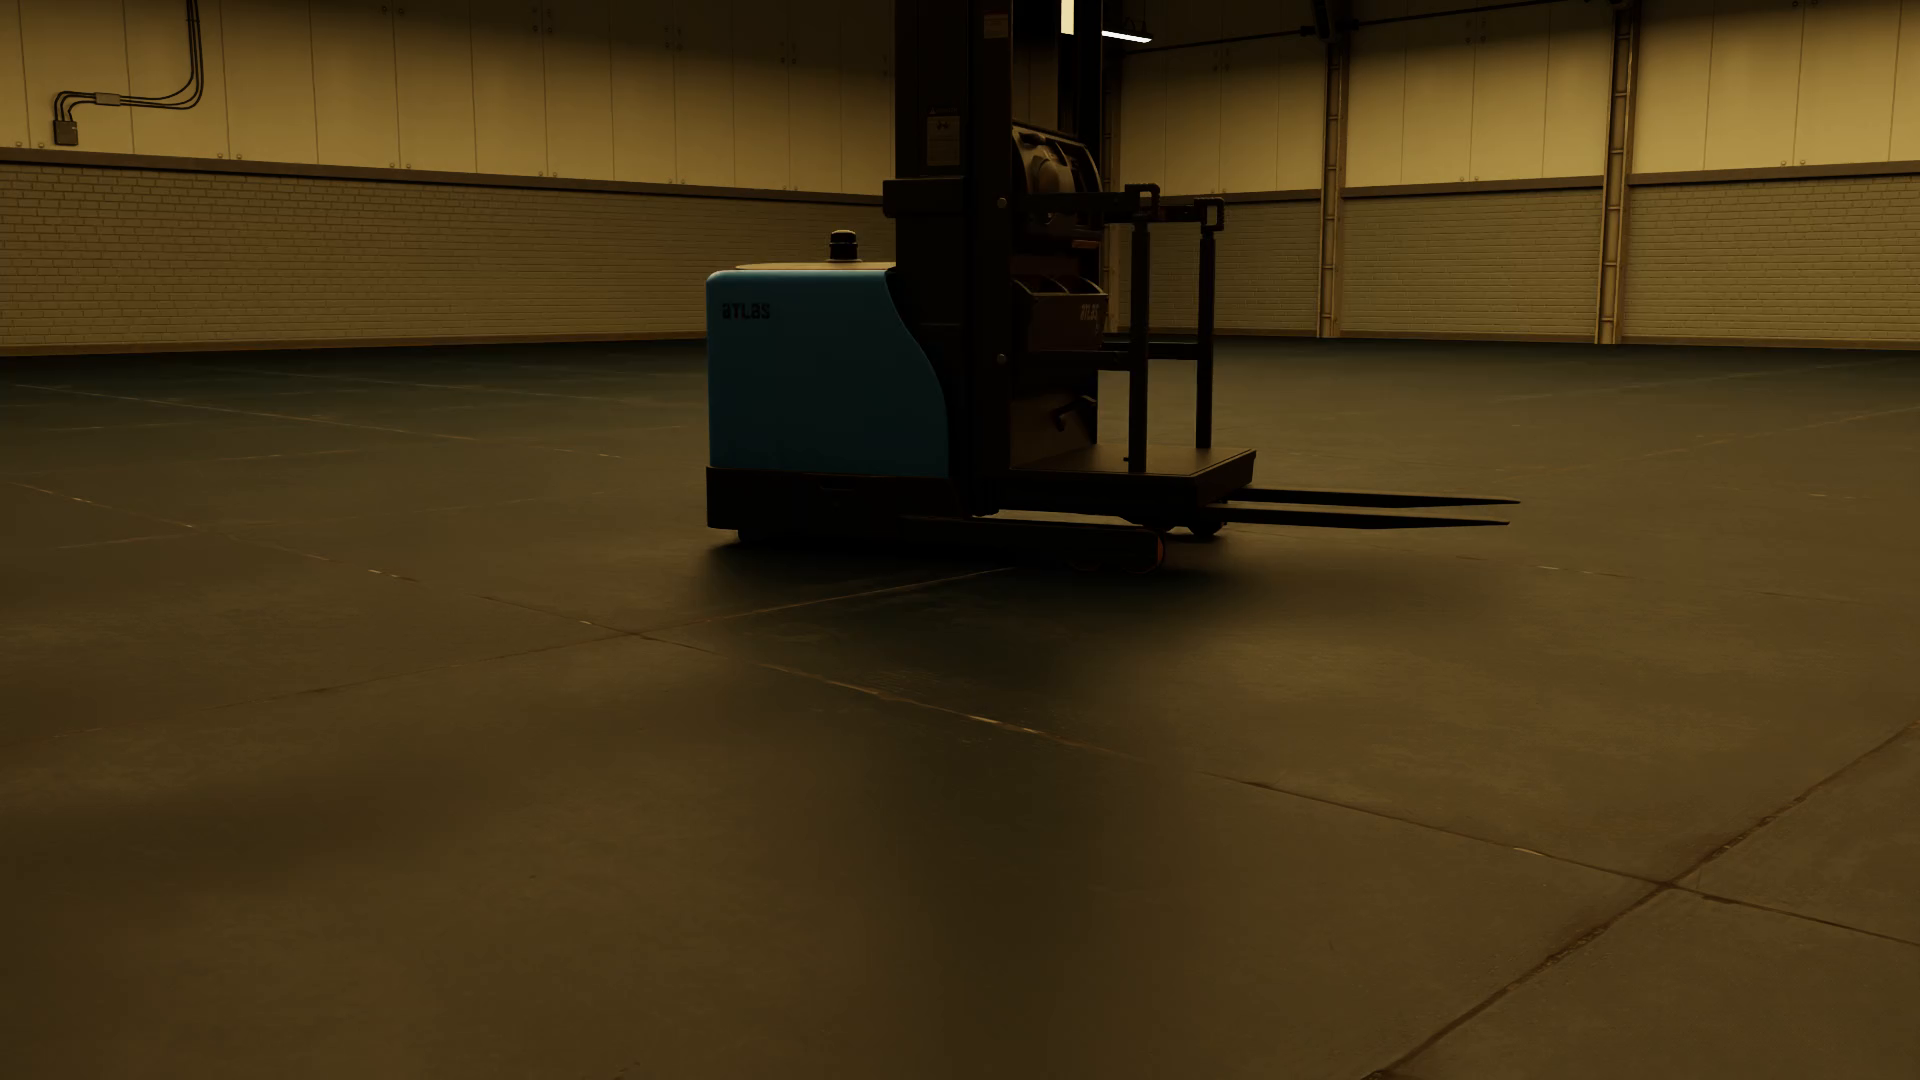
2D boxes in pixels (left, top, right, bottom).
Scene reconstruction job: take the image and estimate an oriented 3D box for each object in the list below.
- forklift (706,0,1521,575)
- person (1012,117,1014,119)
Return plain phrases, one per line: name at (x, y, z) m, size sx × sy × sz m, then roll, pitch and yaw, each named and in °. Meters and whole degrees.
forklift at (0.565, -1.416, 6.275) m, size 3.031 × 2.935 × 1.130 m, roll 3°, pitch 9°, yaw 22°
person at (0.016, -1.075, 6.555) m, size 0.331 × 1.710 × 0.562 m, roll 8°, pitch 12°, yaw 43°
